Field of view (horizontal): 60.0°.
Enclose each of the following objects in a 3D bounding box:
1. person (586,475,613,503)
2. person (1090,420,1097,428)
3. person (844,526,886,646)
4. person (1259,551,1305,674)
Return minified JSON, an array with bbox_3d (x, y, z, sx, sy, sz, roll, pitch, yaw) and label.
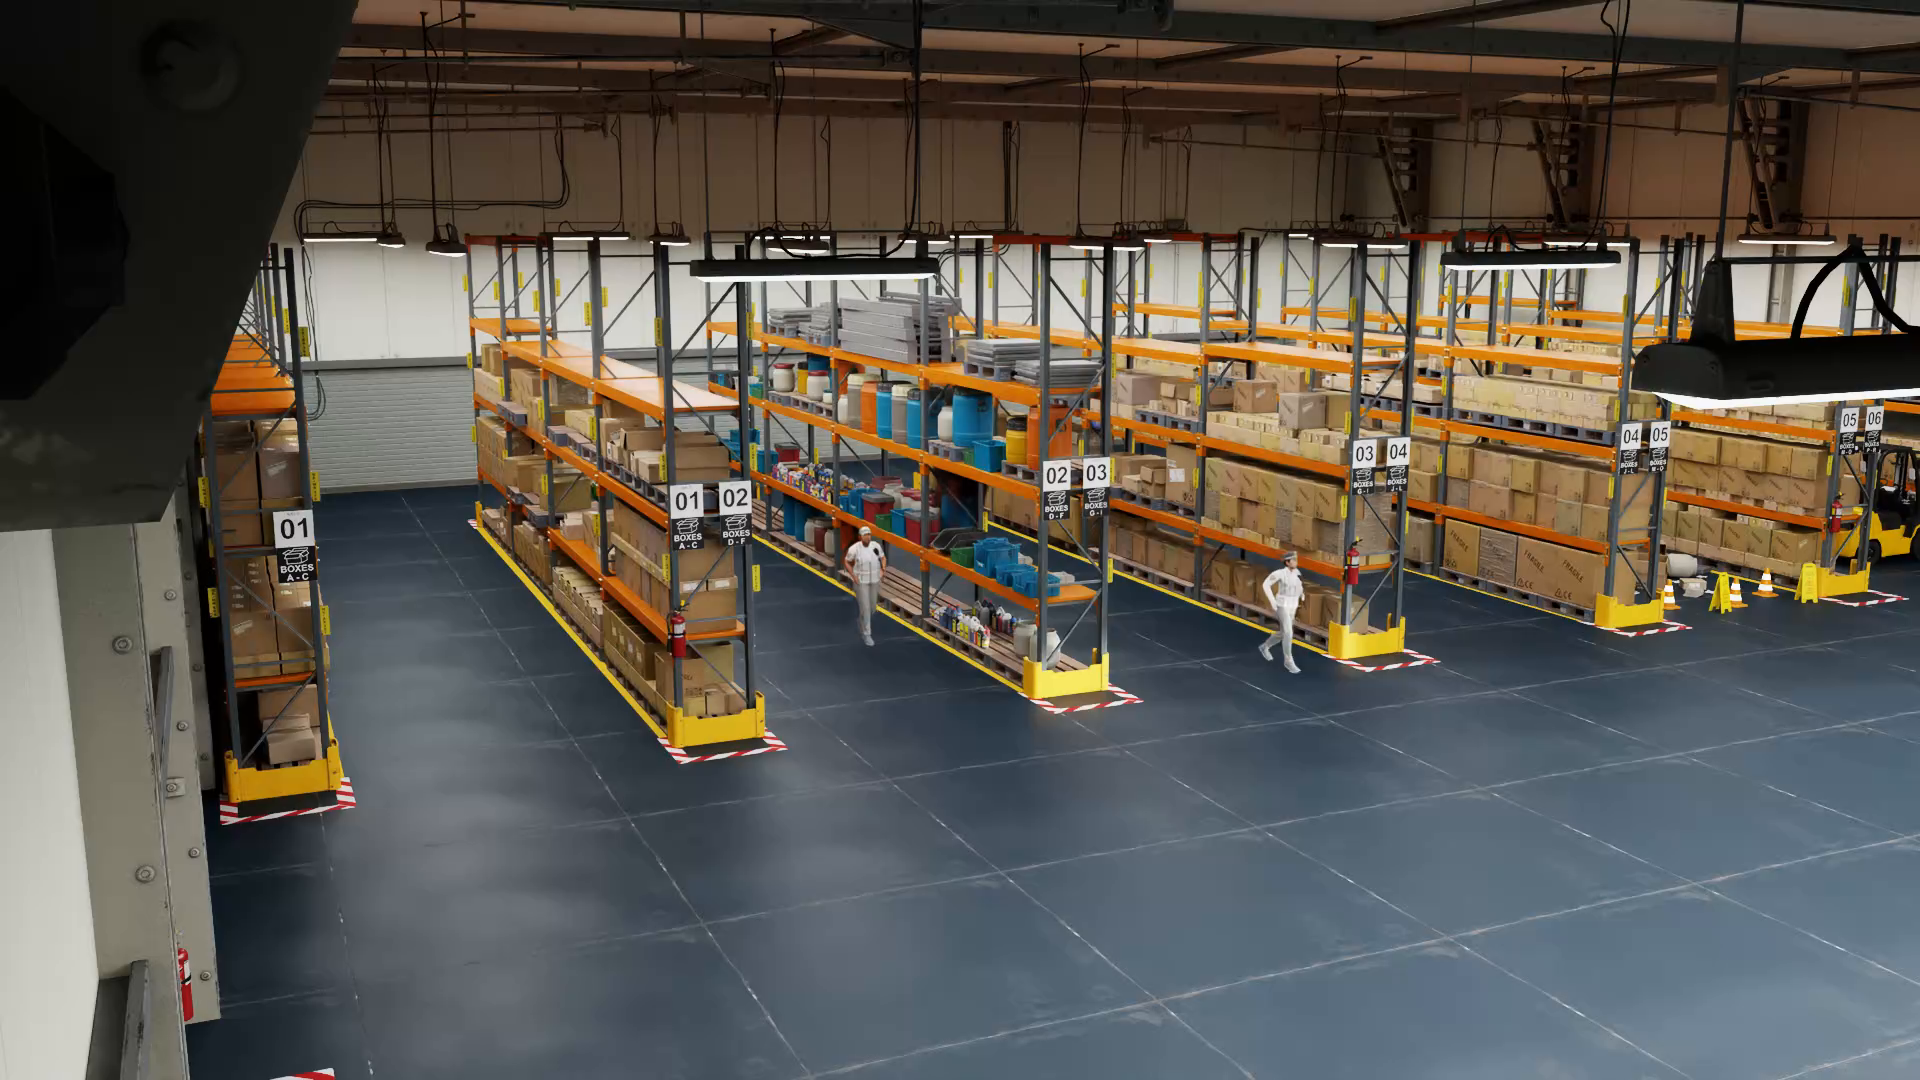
[{"bbox_3d":[-7.595,-1.206,34.802,0.713,1.738,0.519,-8,13,-34],"label":"person"},{"bbox_3d":[3.210,-2.393,41.426,0.594,1.579,0.698,-8,13,-35],"label":"person"},{"bbox_3d":[-1.357,0.631,24.122,0.625,1.713,0.628,-5,12,-22],"label":"person"},{"bbox_3d":[4.666,0.978,23.716,0.643,1.684,0.861,-8,13,-35],"label":"person"}]
